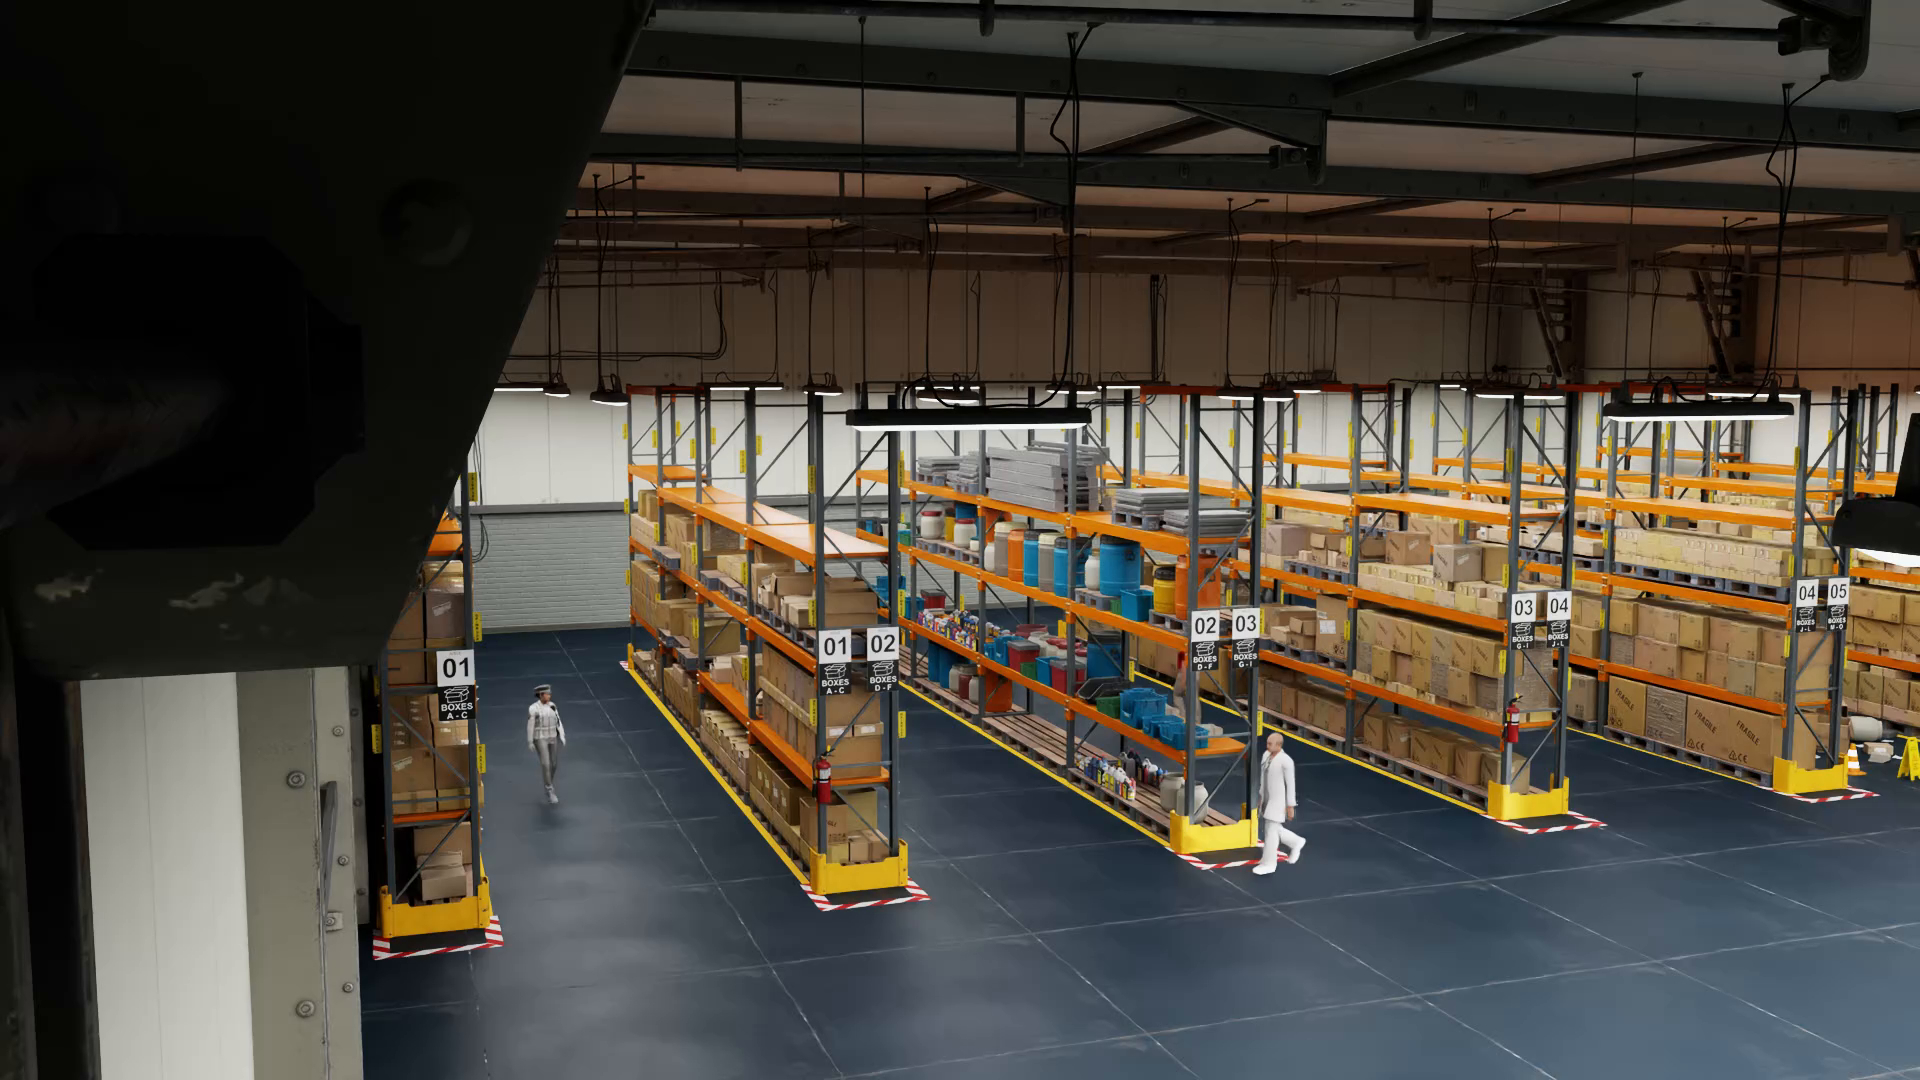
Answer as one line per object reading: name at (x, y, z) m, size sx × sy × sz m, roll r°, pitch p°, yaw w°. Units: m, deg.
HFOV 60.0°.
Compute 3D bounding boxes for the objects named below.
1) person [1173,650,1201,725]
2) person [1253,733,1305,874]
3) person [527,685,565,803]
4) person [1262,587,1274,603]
person at (4.067, 2.516, 29.350) m, size 0.554 × 1.693 × 0.548 m, roll -4°, pitch 7°, yaw -32°
person at (4.031, 3.290, 20.998) m, size 0.895 × 1.758 × 0.676 m, roll -2°, pitch 6°, yaw -21°
person at (-6.033, 2.982, 24.550) m, size 0.706 × 1.666 × 0.511 m, roll 6°, pitch 8°, yaw 43°
person at (7.860, 1.155, 42.216) m, size 0.440 × 1.616 × 0.881 m, roll 6°, pitch 8°, yaw 43°
